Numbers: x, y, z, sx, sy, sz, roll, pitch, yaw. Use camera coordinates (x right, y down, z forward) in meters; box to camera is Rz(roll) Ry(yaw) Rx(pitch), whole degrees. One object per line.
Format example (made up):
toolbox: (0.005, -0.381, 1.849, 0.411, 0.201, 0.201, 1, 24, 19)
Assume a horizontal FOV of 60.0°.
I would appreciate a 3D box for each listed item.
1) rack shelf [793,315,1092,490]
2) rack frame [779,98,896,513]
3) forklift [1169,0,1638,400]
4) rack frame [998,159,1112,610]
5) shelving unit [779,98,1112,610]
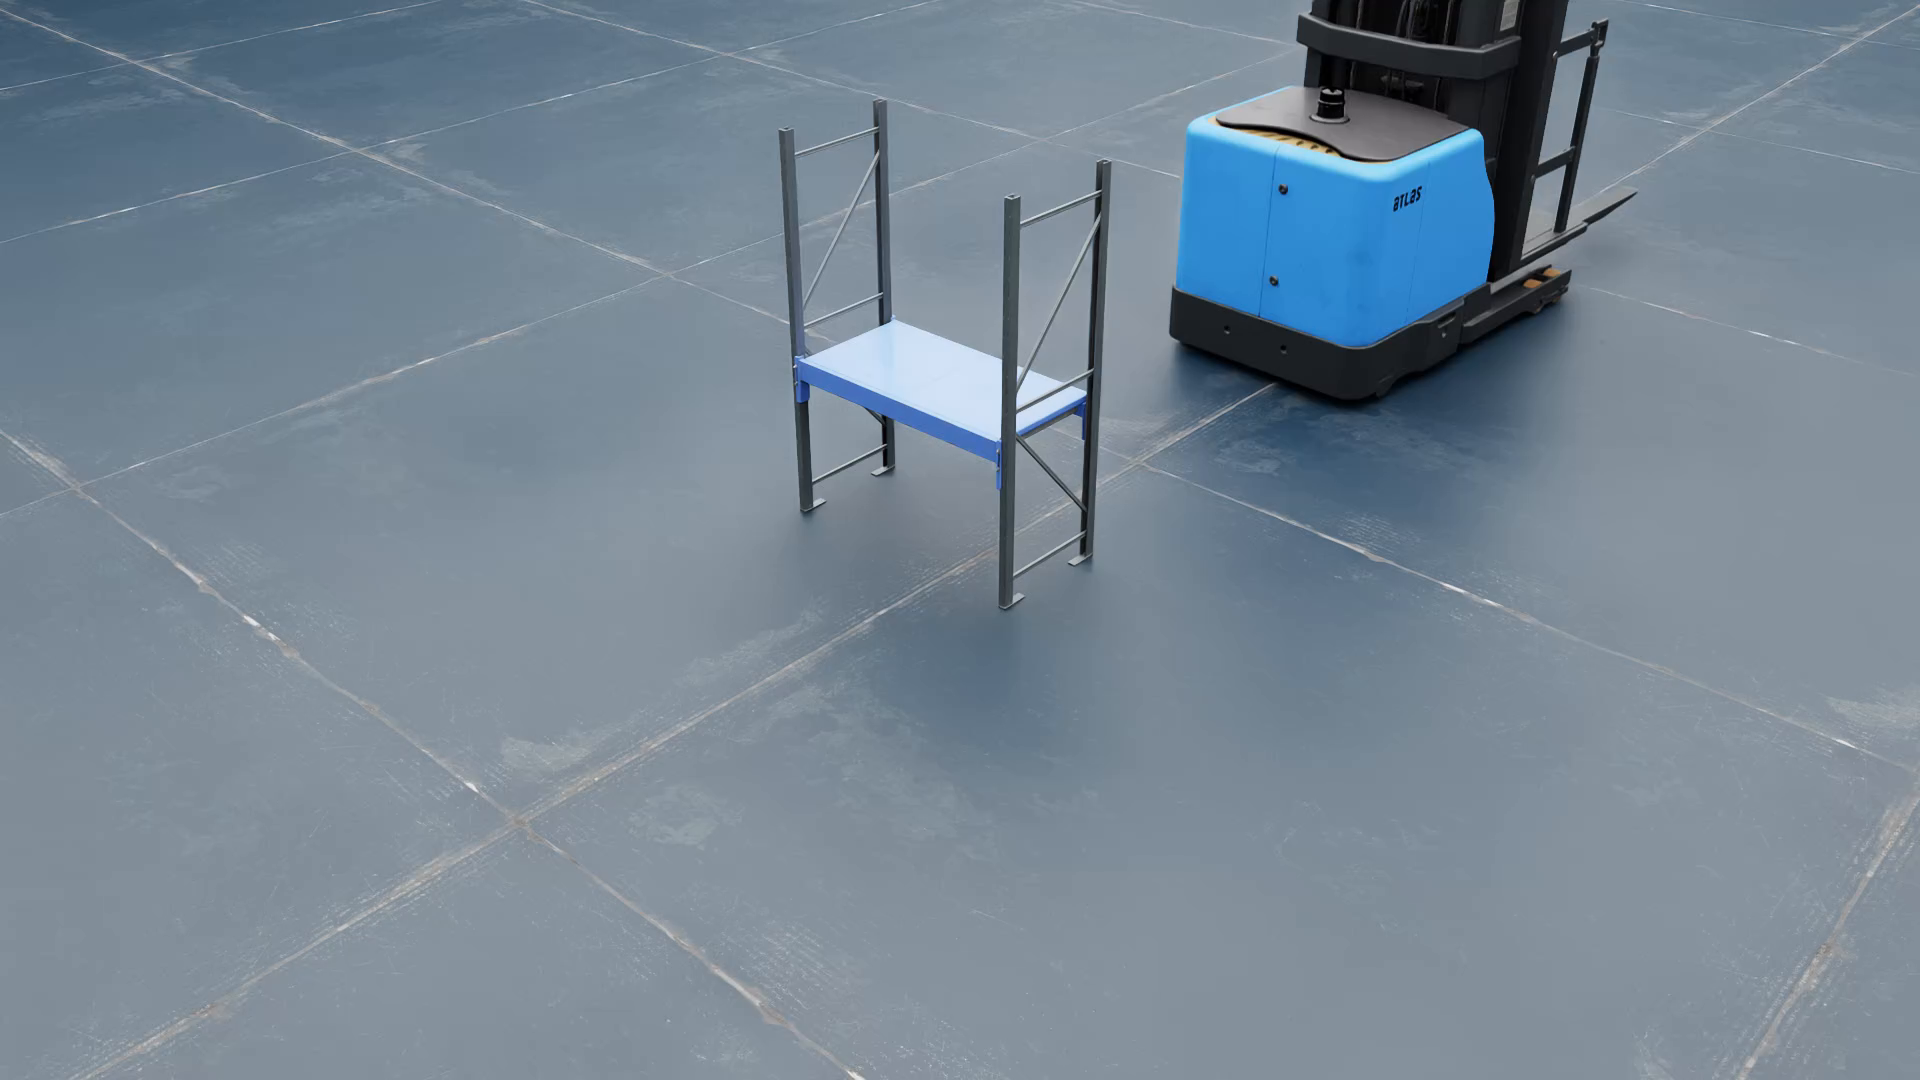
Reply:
rack shelf: (-0.063, -0.518, 6.005, 1.000, 0.185, 0.538, 25, 39, 35)
rack frame: (-0.440, -0.848, 6.204, 0.032, 1.500, 0.500, 25, 39, 35)
forklift: (2.357, -2.517, 7.590, 1.130, 2.935, 3.031, 27, 40, 37)
rack frame: (0.314, -0.496, 5.620, 0.032, 1.500, 0.500, 25, 39, 35)
shelving unit: (-0.063, -0.672, 5.912, 1.048, 1.500, 0.538, 25, 39, 35)
